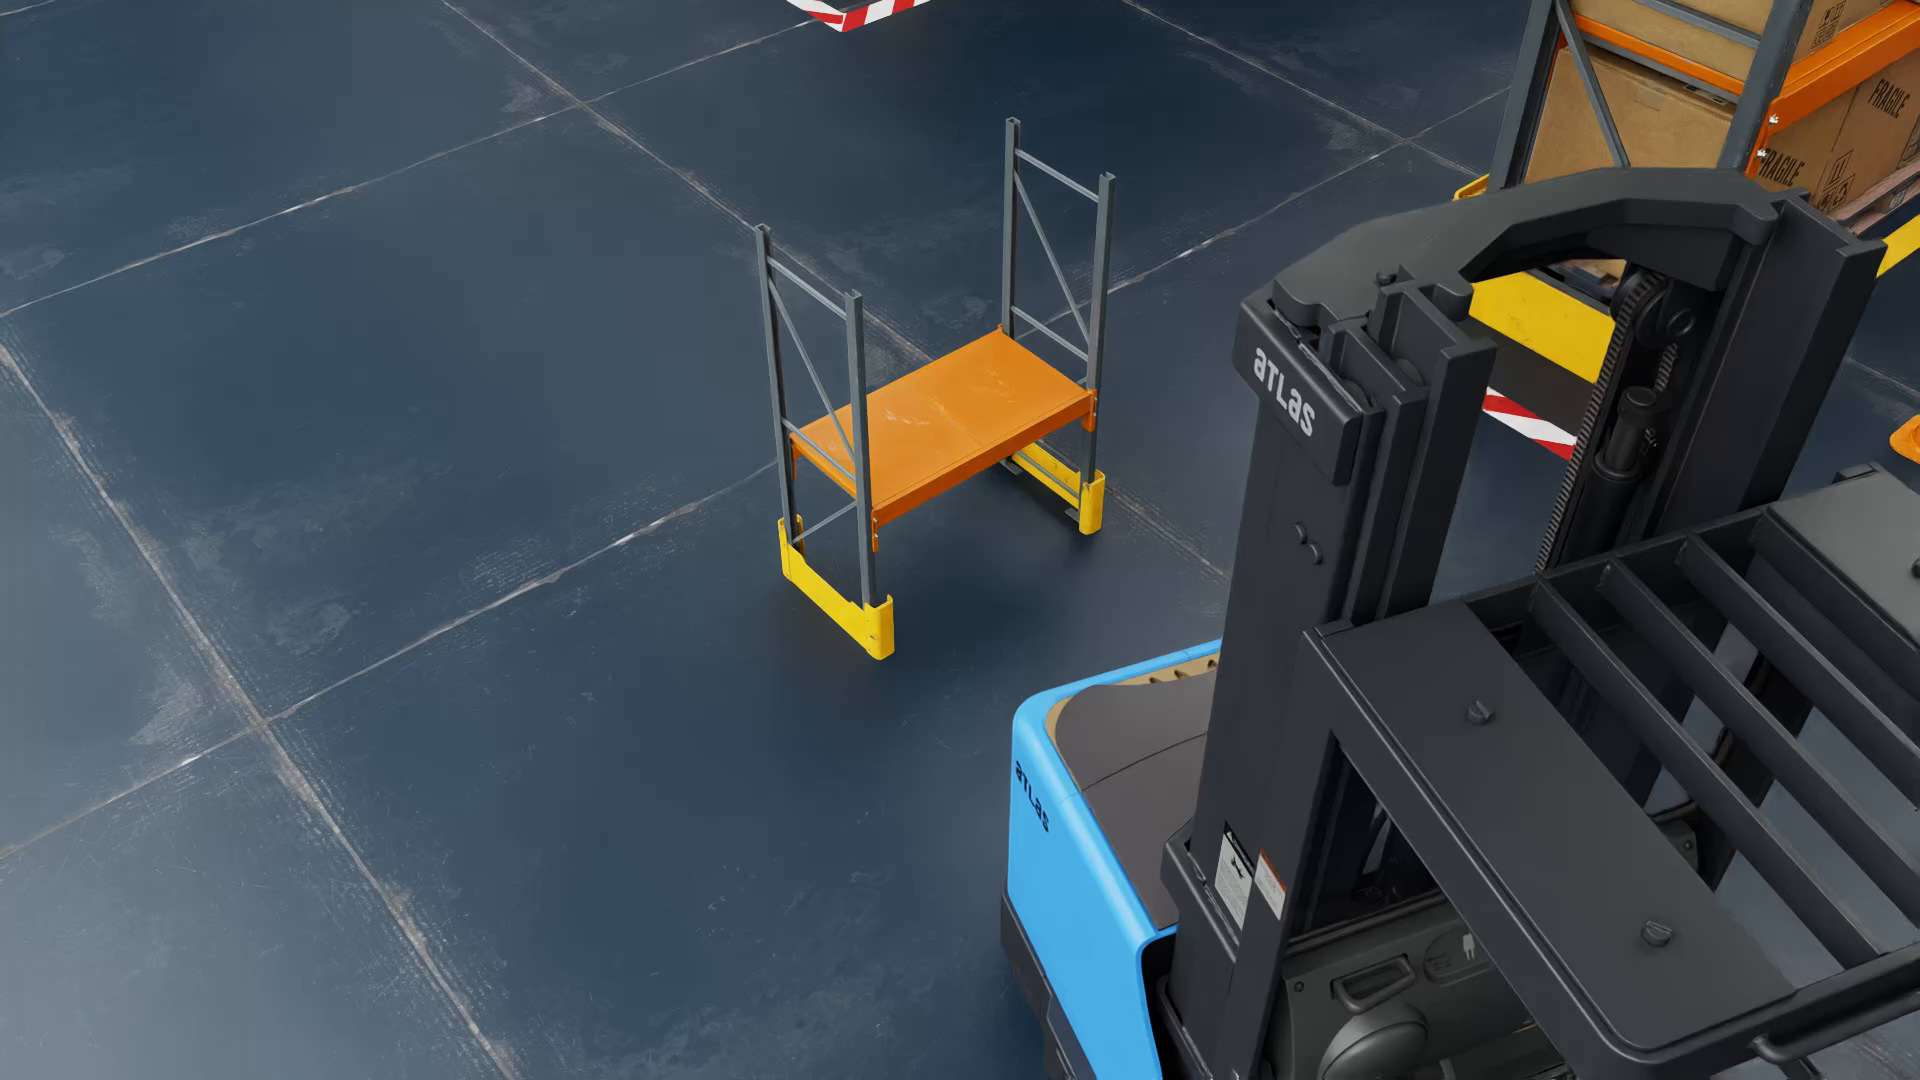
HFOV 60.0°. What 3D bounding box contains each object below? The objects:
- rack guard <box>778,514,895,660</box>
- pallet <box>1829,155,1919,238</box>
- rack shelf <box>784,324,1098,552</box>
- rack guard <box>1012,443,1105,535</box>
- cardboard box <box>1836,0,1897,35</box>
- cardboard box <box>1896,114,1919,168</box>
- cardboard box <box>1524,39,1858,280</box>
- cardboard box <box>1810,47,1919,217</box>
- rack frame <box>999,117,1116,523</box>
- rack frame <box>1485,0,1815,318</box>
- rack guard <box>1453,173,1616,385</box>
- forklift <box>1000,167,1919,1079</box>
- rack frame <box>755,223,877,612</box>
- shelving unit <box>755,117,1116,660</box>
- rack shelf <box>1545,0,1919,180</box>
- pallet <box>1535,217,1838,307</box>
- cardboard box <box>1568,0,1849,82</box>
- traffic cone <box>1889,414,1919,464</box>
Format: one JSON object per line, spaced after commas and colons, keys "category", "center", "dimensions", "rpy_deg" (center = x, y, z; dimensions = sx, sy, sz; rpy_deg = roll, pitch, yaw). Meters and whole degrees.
{"category": "rack guard", "center": [-0.440, 0.161, 5.896], "dimensions": [0.087, 0.250, 0.587], "rpy_deg": [-30, 51, -28]}
{"category": "pallet", "center": [4.103, -1.882, 8.100], "dimensions": [1.213, 0.211, 1.003], "rpy_deg": [-30, 51, -28]}
{"category": "rack shelf", "center": [-0.065, -0.378, 5.820], "dimensions": [1.000, 0.185, 0.538], "rpy_deg": [-30, 51, -28]}
{"category": "rack guard", "center": [0.324, -0.276, 6.362], "dimensions": [0.087, 0.250, 0.587], "rpy_deg": [-30, 51, -28]}
{"category": "cardboard box", "center": [3.268, -2.468, 6.577], "dimensions": [0.550, 0.550, 0.875], "rpy_deg": [-30, 51, -28]}
{"category": "cardboard box", "center": [4.456, -2.471, 7.935], "dimensions": [0.875, 0.875, 0.875], "rpy_deg": [-29, 51, -28]}
{"category": "cardboard box", "center": [3.082, -1.684, 7.098], "dimensions": [0.875, 0.875, 0.875], "rpy_deg": [-29, 51, -28]}
{"category": "cardboard box", "center": [3.756, -2.072, 7.510], "dimensions": [0.875, 0.875, 0.875], "rpy_deg": [-31, 51, -28]}
{"category": "rack frame", "center": [0.324, -0.733, 5.934], "dimensions": [0.032, 1.500, 0.500], "rpy_deg": [-30, 51, -28]}
{"category": "rack frame", "center": [2.604, -1.973, 6.160], "dimensions": [0.127, 3.000, 1.000], "rpy_deg": [-30, 51, -28]}
{"category": "rack guard", "center": [2.586, -1.051, 7.004], "dimensions": [0.348, 0.500, 1.175], "rpy_deg": [-30, 51, -28]}
{"category": "forklift", "center": [1.125, 0.944, 3.104], "dimensions": [1.130, 2.935, 3.031], "rpy_deg": [-15, 45, -15]}
{"category": "rack frame", "center": [-0.455, -0.286, 5.459], "dimensions": [0.032, 1.500, 0.500], "rpy_deg": [-30, 51, -28]}
{"category": "shelving unit", "center": [-0.058, -0.513, 5.701], "dimensions": [1.083, 1.500, 0.587], "rpy_deg": [-30, 51, -28]}
{"category": "rack shelf", "center": [4.138, -2.589, 7.341], "dimensions": [4.000, 0.370, 1.077], "rpy_deg": [-30, 51, -28]}
{"category": "pallet", "center": [3.168, -1.349, 7.532], "dimensions": [1.213, 0.211, 1.003], "rpy_deg": [-30, 51, -28]}
{"category": "cardboard box", "center": [2.860, -2.215, 6.307], "dimensions": [0.550, 0.550, 0.875], "rpy_deg": [-30, 51, -28]}
{"category": "traffic cone", "center": [3.923, -0.536, 6.483], "dimensions": [0.334, 0.463, 0.336], "rpy_deg": [-30, 51, -28]}
